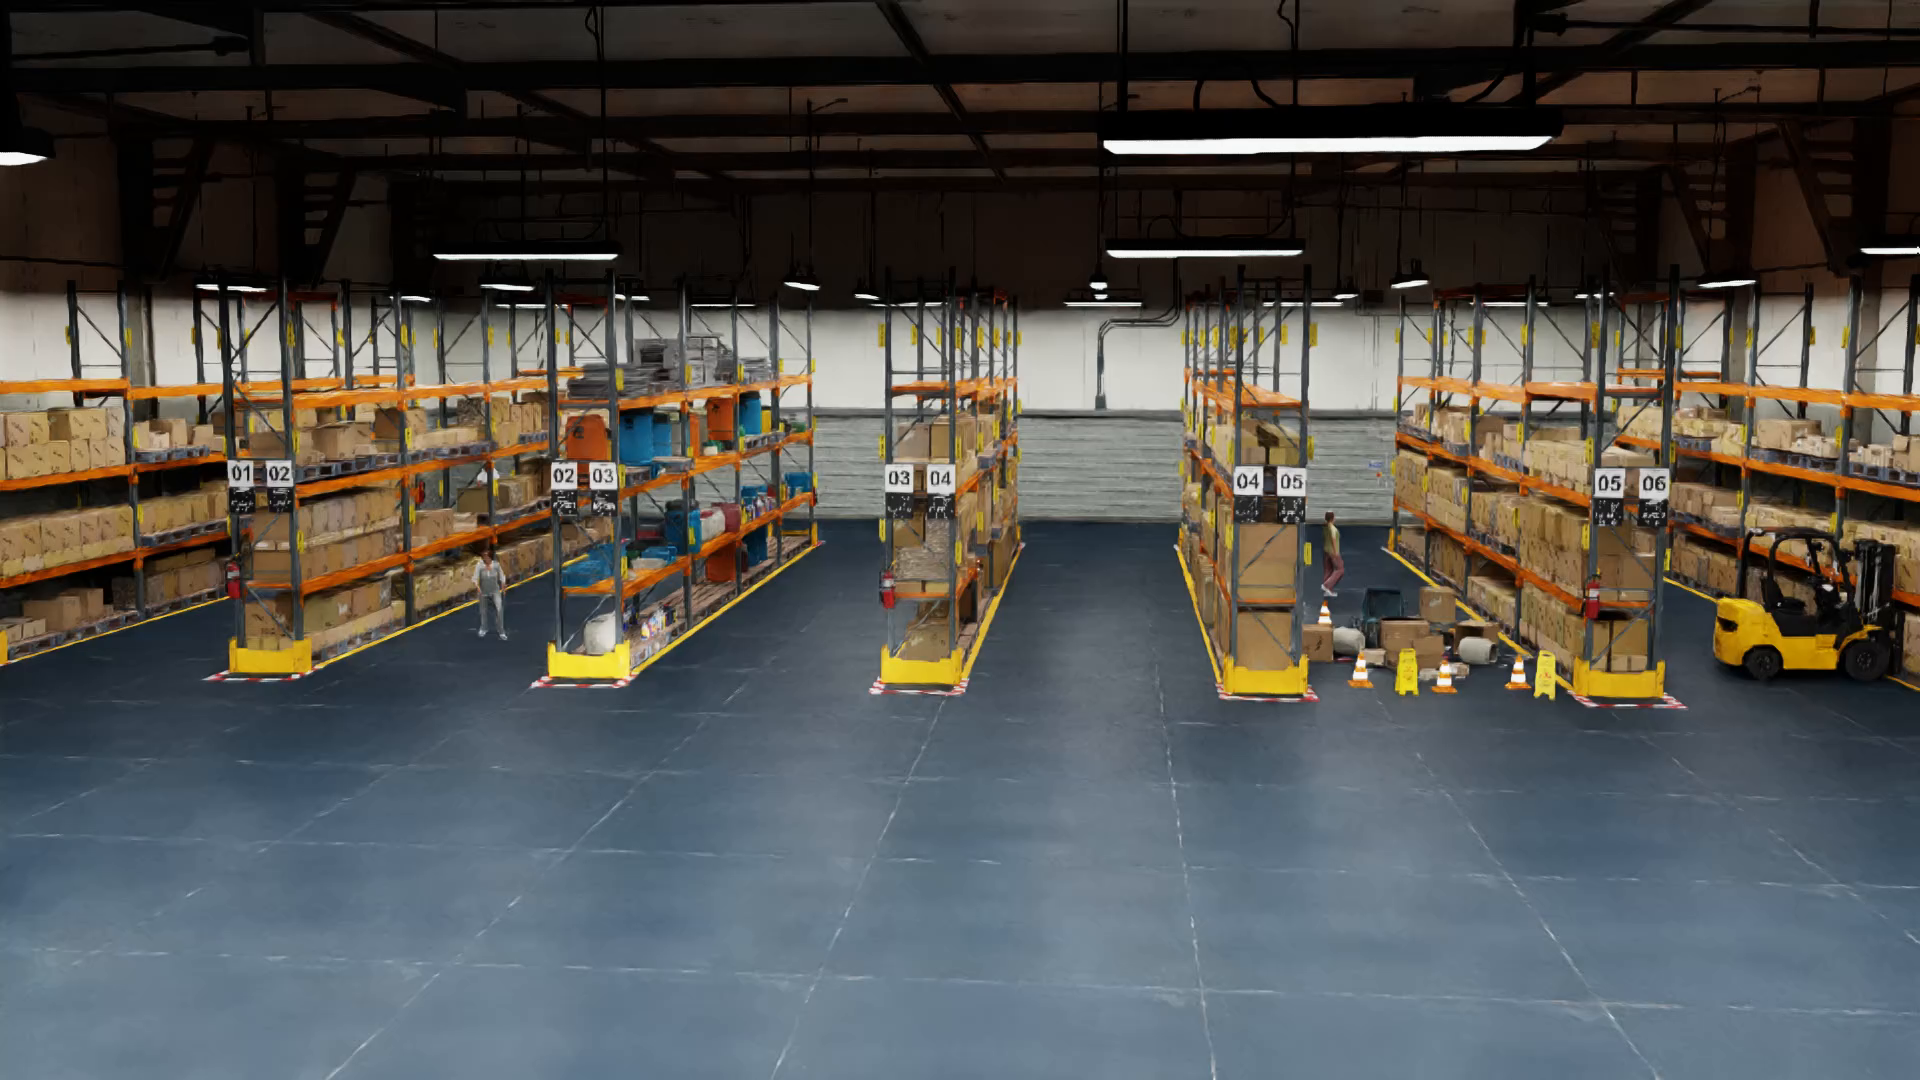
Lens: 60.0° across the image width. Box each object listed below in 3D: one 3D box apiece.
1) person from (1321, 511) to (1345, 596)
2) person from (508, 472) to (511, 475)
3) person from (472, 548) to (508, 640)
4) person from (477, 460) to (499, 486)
[{"bbox_3d":[7.170,0.268,32.190,0.435,1.671,0.492,-2,7,-20],"label":"person"},{"bbox_3d":[-10.706,-0.751,40.014,0.444,1.775,0.581,-3,8,-25],"label":"person"},{"bbox_3d":[-7.825,0.876,27.693,0.562,1.527,0.782,-2,7,-12],"label":"person"},{"bbox_3d":[-12.856,-1.357,45.320,0.571,1.706,1.033,0,7,-3],"label":"person"}]
